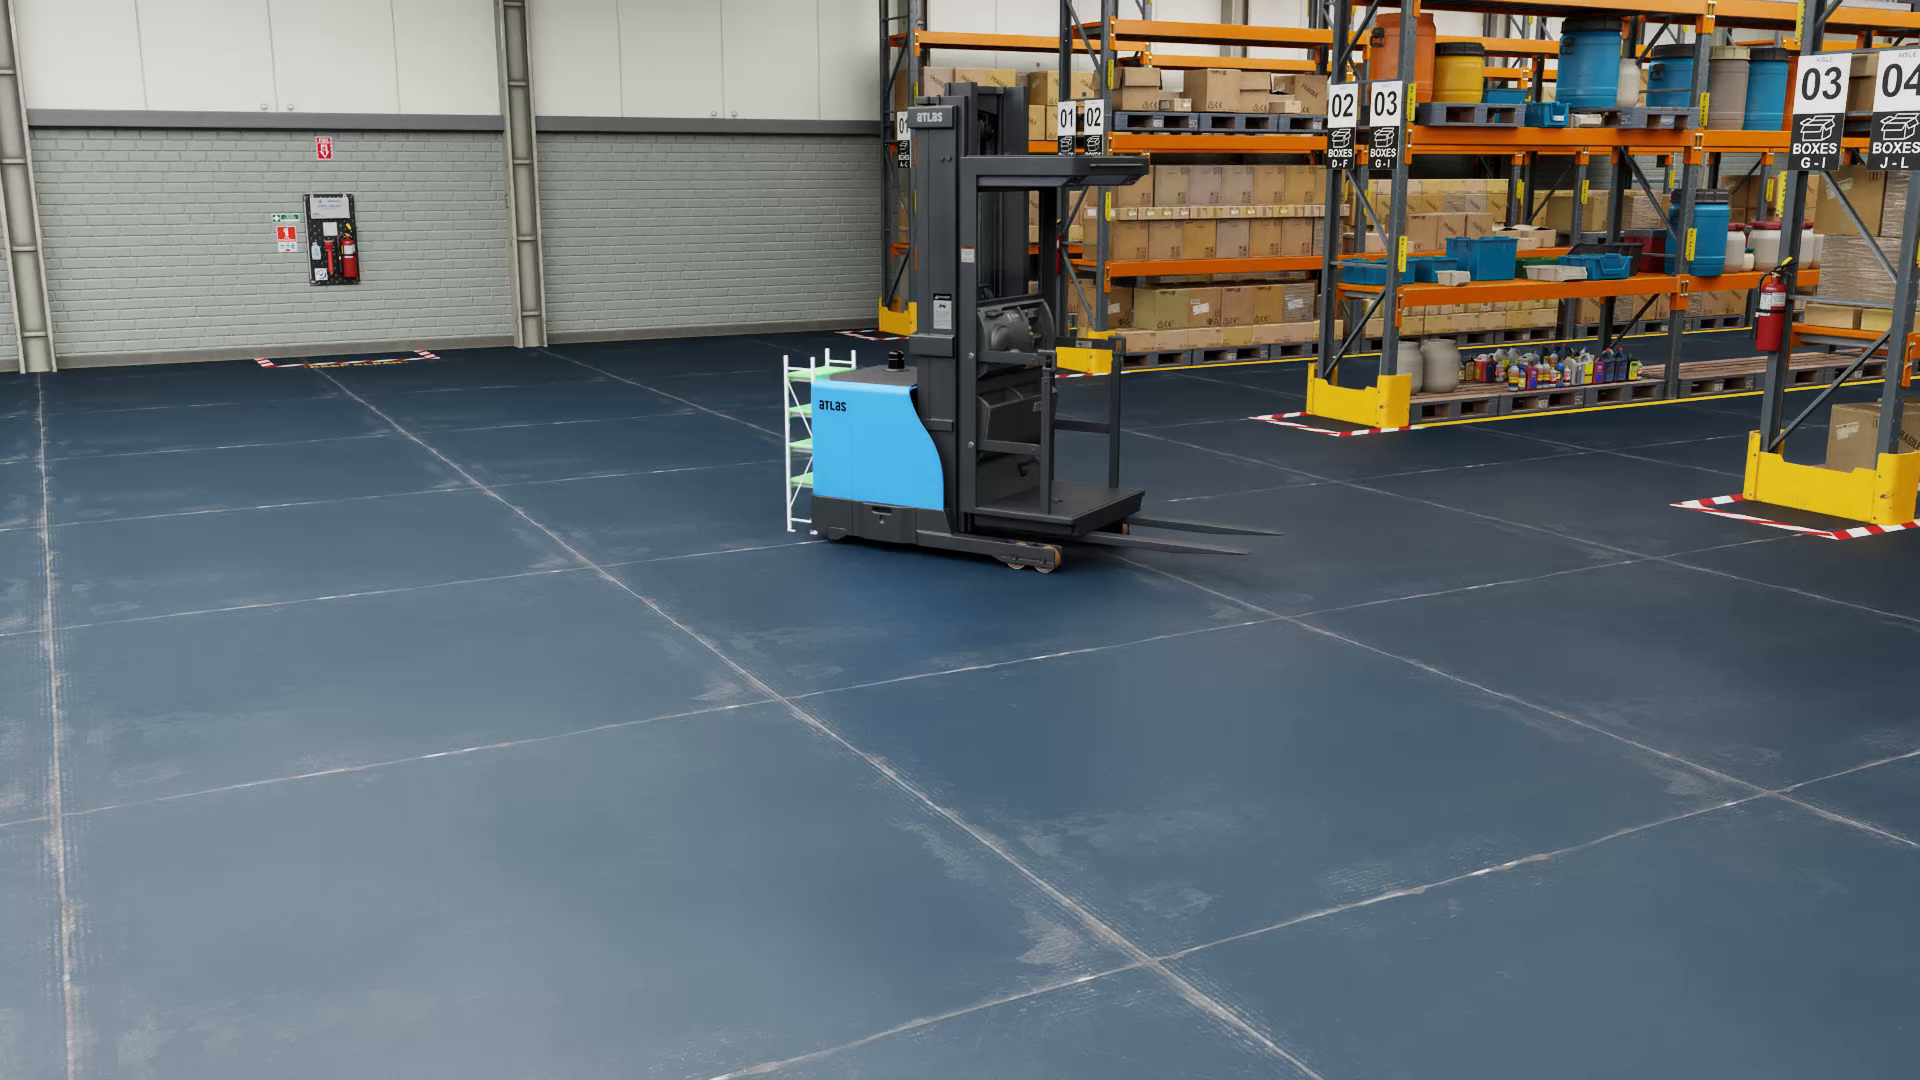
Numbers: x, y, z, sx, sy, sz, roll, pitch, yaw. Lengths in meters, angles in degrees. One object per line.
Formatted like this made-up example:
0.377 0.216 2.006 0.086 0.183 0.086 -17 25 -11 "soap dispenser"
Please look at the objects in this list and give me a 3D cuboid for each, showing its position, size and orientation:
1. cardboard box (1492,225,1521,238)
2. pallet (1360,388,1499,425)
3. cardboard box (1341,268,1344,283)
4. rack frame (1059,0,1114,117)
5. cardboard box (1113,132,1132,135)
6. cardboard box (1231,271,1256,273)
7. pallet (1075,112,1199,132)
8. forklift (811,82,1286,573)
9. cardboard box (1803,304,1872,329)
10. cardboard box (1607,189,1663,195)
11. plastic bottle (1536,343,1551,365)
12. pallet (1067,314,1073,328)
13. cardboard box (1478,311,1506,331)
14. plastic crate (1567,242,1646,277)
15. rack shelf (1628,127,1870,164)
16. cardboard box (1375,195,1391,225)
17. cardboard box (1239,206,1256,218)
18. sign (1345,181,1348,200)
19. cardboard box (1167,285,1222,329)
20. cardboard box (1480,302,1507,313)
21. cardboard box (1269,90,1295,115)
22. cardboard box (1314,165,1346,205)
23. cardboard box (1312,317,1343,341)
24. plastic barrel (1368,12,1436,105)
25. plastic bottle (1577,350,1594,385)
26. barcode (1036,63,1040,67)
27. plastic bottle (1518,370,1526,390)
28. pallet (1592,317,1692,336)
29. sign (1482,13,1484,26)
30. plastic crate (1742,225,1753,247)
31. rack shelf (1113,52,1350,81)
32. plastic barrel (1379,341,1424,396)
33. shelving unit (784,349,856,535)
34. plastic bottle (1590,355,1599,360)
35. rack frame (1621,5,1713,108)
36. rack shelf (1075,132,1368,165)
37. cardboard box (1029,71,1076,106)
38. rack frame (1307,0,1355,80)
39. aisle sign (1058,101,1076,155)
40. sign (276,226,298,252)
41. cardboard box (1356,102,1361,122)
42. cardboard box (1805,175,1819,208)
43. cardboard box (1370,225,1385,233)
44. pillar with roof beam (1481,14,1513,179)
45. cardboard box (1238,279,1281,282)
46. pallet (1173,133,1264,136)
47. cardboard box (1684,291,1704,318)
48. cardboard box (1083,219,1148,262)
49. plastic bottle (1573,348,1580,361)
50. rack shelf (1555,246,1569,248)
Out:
7.634 -4.331 23.725 0.500 0.311 0.500 -7 14 -29 "cardboard box"
4.619 -1.376 16.742 1.213 0.211 1.003 -7 14 -28 "pallet"
6.843 -4.594 28.629 0.750 0.750 0.750 -7 14 -29 "cardboard box"
1.490 -6.517 19.569 0.127 3.000 1.000 -7 14 -28 "rack frame"
2.297 -6.386 25.547 0.500 0.500 0.500 -6 14 -26 "cardboard box"
4.548 -4.558 27.513 0.500 0.250 0.500 -7 14 -28 "cardboard box"
2.123 -5.079 20.217 1.213 0.211 1.003 -7 14 -28 "pallet"
0.541 -1.361 10.481 3.031 2.935 1.130 7 15 29 "forklift"
6.384 -1.627 12.081 0.250 0.149 0.380 -7 14 -28 "cardboard box"
12.714 -6.318 31.668 0.700 0.700 0.980 -6 14 -25 "cardboard box"
6.298 -1.953 17.987 0.185 0.351 0.144 -8 15 -30 "plastic bottle"
0.979 -3.398 25.726 1.213 0.211 1.003 -7 14 -28 "pallet"
7.273 -3.085 23.292 0.500 0.250 0.500 -6 14 -27 "cardboard box"
6.850 -2.995 17.726 0.504 0.338 0.767 -7 14 -28 "plastic crate"
9.126 -4.378 18.539 4.000 0.370 1.077 -7 14 -28 "rack shelf"
7.148 -5.644 28.407 0.500 0.500 0.500 -6 14 -26 "cardboard box"
3.518 -4.144 20.986 0.250 0.149 0.380 -6 14 -26 "cardboard box"
6.403 -5.808 27.629 0.005 0.325 0.100 -7 14 -28 "sign"
2.938 -2.941 20.942 0.500 0.500 0.500 -7 14 -28 "cardboard box"
7.272 -3.357 23.224 0.500 0.311 0.500 -7 14 -28 "cardboard box"
3.958 -5.645 21.455 0.500 0.311 0.500 -8 15 -31 "cardboard box"
4.614 -4.644 21.732 0.500 0.500 0.700 -7 14 -28 "cardboard box"
4.698 -2.783 21.950 0.500 0.250 0.500 -7 14 -28 "cardboard box"
4.225 -4.588 15.898 0.708 0.830 0.600 -7 14 -28 "plastic barrel"
6.492 -1.800 17.309 0.185 0.351 0.144 -7 14 -28 "plastic bottle"
1.198 -7.292 25.519 0.075 0.075 0.001 -7 14 -28 "barcode"
5.691 -1.626 16.873 0.097 0.201 0.097 0 13 0 "plastic bottle"
10.254 -3.270 25.157 1.213 0.211 1.003 -7 14 -28 "pallet"
9.401 -9.376 29.786 0.005 0.325 0.100 -7 14 -28 "sign"
9.317 -3.397 19.224 0.583 0.464 0.402 -7 14 -28 "plastic crate"
4.379 -7.556 26.737 4.000 0.370 1.077 -7 14 -28 "rack shelf"
4.401 -1.710 16.585 0.421 0.512 0.421 0 13 0 "plastic barrel"
-0.948 -0.682 11.409 0.258 1.200 0.503 7 15 29 "shelving unit"
6.682 -1.824 17.583 0.135 0.276 0.152 -7 14 -28 "plastic bottle"
7.371 -5.982 17.196 0.127 3.000 1.000 -7 14 -28 "rack frame"
3.245 -4.913 20.913 4.000 0.370 1.077 -7 14 -28 "rack shelf"
1.384 -6.753 24.901 0.500 0.500 0.500 -7 15 -30 "cardboard box"
6.135 -8.312 27.549 0.127 3.000 1.000 -7 14 -28 "rack frame"
1.291 -4.908 20.164 0.004 0.787 0.394 -7 14 -28 "aisle sign"
-8.676 -3.880 21.435 0.234 0.329 0.001 -7 14 -28 "sign"
5.546 -5.669 22.019 0.500 0.250 0.500 -5 14 -22 "cardboard box"
13.023 -5.438 25.938 0.500 0.500 0.500 -7 15 -30 "cardboard box"
7.034 -5.299 28.351 0.250 0.149 0.380 -6 14 -26 "cardboard box"
11.908 -8.144 26.801 0.400 9.000 9.100 -7 14 -28 "pillar with roof beam"
4.008 -3.197 22.082 0.500 0.500 0.500 -7 14 -28 "cardboard box"
4.125 -6.491 26.714 1.003 0.211 1.213 -7 14 -28 "pallet"
10.848 -3.637 25.130 0.500 0.500 0.500 -7 14 -27 "cardboard box"
1.905 -3.685 20.424 0.500 0.500 0.700 -7 14 -28 "cardboard box"
6.662 -1.936 18.065 0.133 0.283 0.061 -7 14 -28 "plastic bottle"
10.267 -4.291 24.982 4.000 0.370 1.077 -7 14 -28 "rack shelf"
